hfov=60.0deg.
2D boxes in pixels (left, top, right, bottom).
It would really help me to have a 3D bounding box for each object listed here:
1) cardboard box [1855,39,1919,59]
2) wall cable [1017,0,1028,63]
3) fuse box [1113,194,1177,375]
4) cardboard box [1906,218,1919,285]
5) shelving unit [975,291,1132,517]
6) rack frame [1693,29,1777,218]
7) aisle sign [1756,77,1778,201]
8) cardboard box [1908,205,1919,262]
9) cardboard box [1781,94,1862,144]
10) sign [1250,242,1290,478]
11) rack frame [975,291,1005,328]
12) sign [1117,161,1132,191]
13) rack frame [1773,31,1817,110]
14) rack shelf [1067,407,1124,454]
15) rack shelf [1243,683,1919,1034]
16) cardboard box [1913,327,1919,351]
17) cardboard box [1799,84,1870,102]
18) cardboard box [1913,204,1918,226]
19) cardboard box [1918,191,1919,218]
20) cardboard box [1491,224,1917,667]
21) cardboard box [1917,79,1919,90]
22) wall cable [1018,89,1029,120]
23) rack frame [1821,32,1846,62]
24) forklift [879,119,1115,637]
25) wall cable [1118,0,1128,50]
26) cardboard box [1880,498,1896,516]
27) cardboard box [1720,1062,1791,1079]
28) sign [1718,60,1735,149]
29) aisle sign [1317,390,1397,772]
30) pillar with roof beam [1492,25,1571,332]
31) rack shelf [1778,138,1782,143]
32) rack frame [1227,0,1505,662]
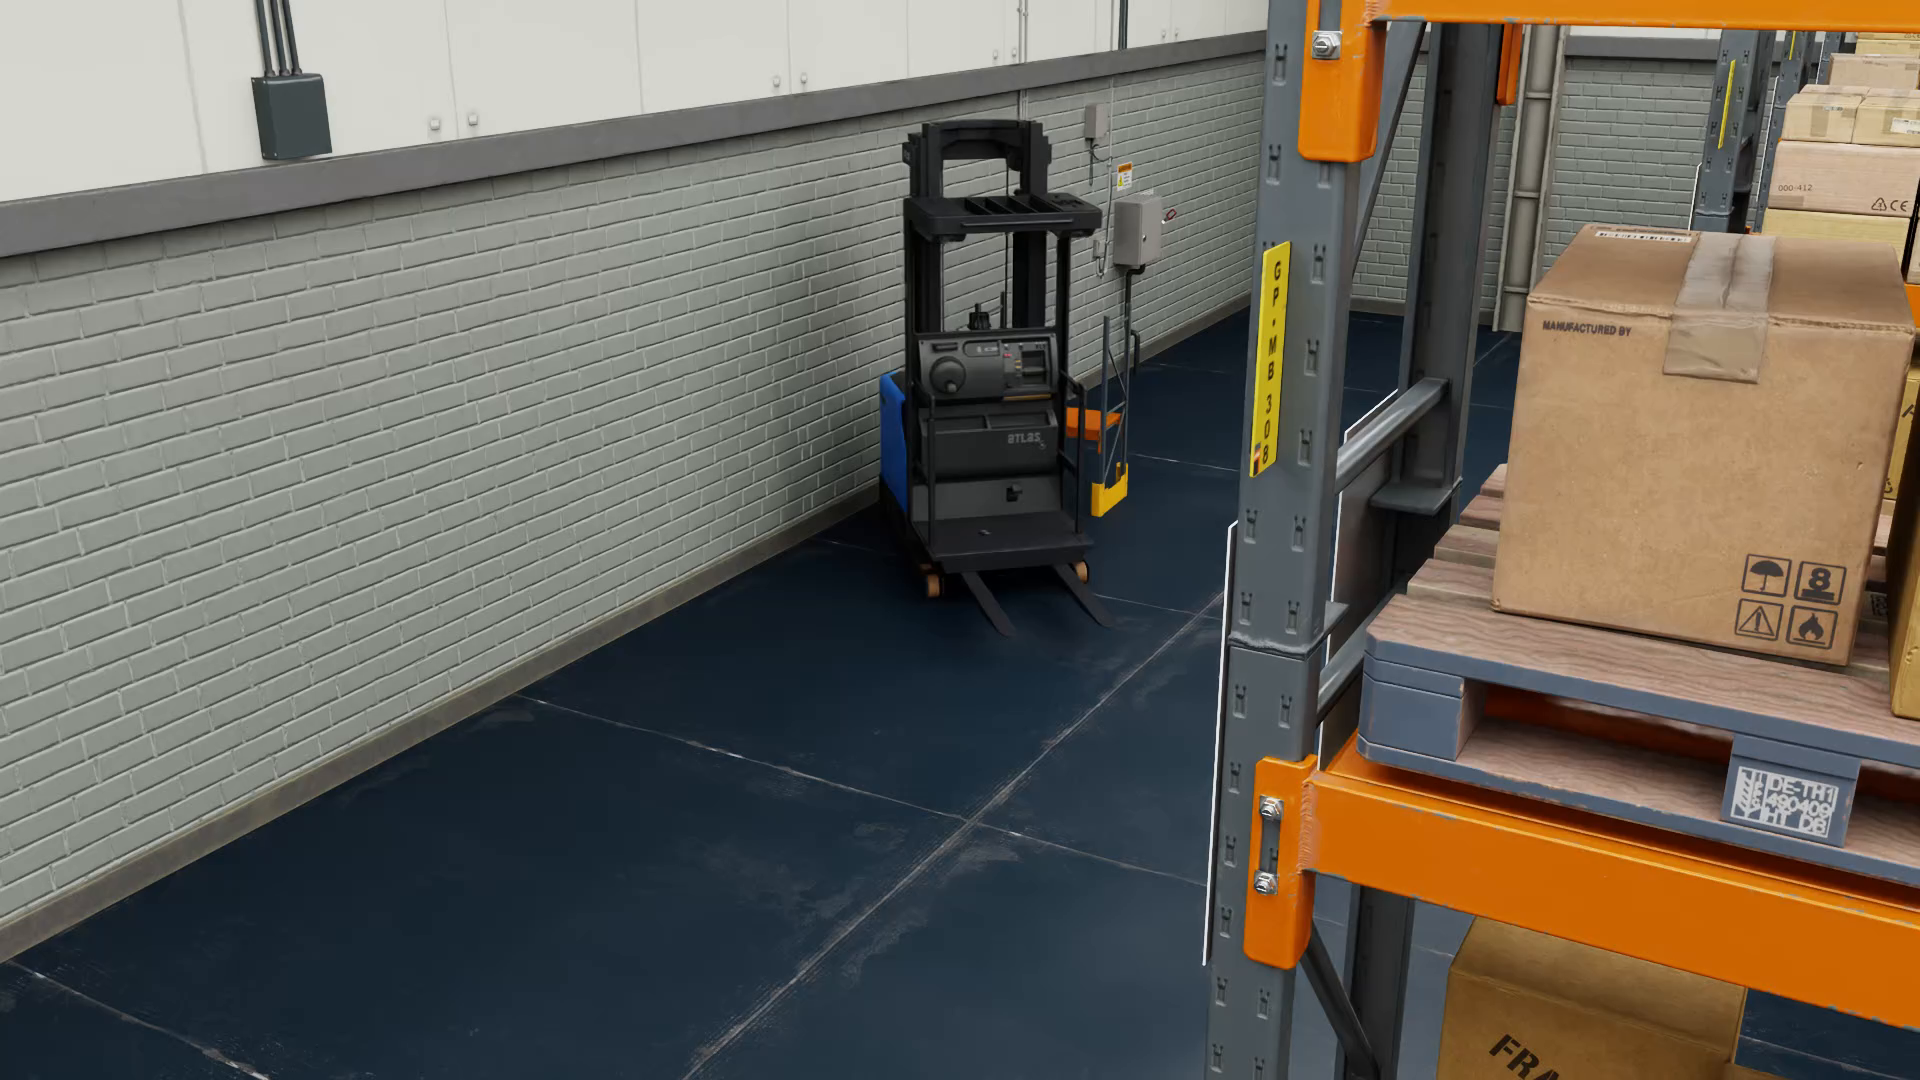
[{"bbox_3d":[8.223,-4.315,14.748,0.500,0.250,0.500,11,22,27],"label":"cardboard box"},{"bbox_3d":[0.449,-5.195,12.990,0.029,3.000,0.463,11,23,27],"label":"wall cable"},{"bbox_3d":[1.770,-2.439,16.080,0.414,1.711,0.539,11,23,27],"label":"fuse box"},{"bbox_3d":[3.951,-1.122,6.381,0.500,0.250,0.500,12,23,29],"label":"cardboard box"},{"bbox_3d":[0.681,-1.045,12.547,1.083,1.500,0.587,9,22,24],"label":"shelving unit"},{"bbox_3d":[3.226,-2.843,6.505,0.127,3.000,1.000,11,23,27],"label":"rack frame"},{"bbox_3d":[5.348,-2.661,10.988,0.004,0.787,0.394,11,23,27],"label":"aisle sign"},{"bbox_3d":[4.201,-1.282,6.823,0.500,0.250,0.500,11,23,27],"label":"cardboard box"},{"bbox_3d":[3.398,-1.663,6.553,0.250,0.149,0.380,11,22,27],"label":"cardboard box"},{"bbox_3d":[0.443,-0.257,2.377,0.005,0.325,0.100,11,23,27],"label":"sign"},{"bbox_3d":[0.231,-1.119,12.750,0.032,1.500,0.500,9,22,24],"label":"rack frame"},{"bbox_3d":[1.562,-3.451,15.769,0.001,0.242,0.339,11,23,27],"label":"sign"},{"bbox_3d":[5.552,-4.333,10.614,0.127,3.000,1.000,11,23,27],"label":"rack frame"},{"bbox_3d":[0.690,-0.875,12.604,1.000,0.185,0.538,9,22,24],"label":"rack shelf"},{"bbox_3d":[2.465,0.698,2.198,4.000,0.370,1.077,11,23,27],"label":"rack shelf"},{"bbox_3d":[4.189,-0.593,7.052,0.500,0.500,0.500,10,22,25],"label":"cardboard box"},{"bbox_3d":[3.660,-1.817,6.978,0.250,0.149,0.380,11,22,27],"label":"cardboard box"},{"bbox_3d":[6.161,-2.094,10.674,0.250,0.149,0.380,12,23,29],"label":"cardboard box"},{"bbox_3d":[3.939,-1.360,6.304,0.500,0.250,0.500,10,22,27],"label":"cardboard box"},{"bbox_3d":[1.199,-0.194,2.692,0.500,0.500,0.700,9,22,24],"label":"cardboard box"},{"bbox_3d":[6.394,-2.955,10.820,0.250,0.149,0.380,9,22,23],"label":"cardboard box"},{"bbox_3d":[0.618,-2.936,14.024,0.123,1.953,0.585,11,23,27],"label":"wall cable"},{"bbox_3d":[7.969,-5.811,14.689,0.127,3.000,1.000,11,23,27],"label":"rack frame"},{"bbox_3d":[0.239,-1.136,10.699,1.130,2.935,3.031,-5,20,-12],"label":"forklift"},{"bbox_3d":[2.209,-6.259,15.869,0.133,3.039,2.988,11,23,27],"label":"wall cable"},{"bbox_3d":[3.963,0.029,6.803,0.500,0.500,0.500,11,23,27],"label":"cardboard box"},{"bbox_3d":[1.443,1.259,2.680,0.500,0.500,0.500,10,22,26],"label":"cardboard box"},{"bbox_3d":[2.962,-1.682,6.422,0.005,0.325,0.100,11,23,27],"label":"sign"},{"bbox_3d":[0.802,0.114,3.340,0.004,0.787,0.394,11,23,27],"label":"aisle sign"},{"bbox_3d":[3.956,-5.246,13.132,0.400,9.000,9.100,11,23,27],"label":"pillar with roof beam"},{"bbox_3d":[7.298,-2.252,10.331,4.000,0.370,1.077,11,23,27],"label":"rack shelf"},{"bbox_3d":[0.719,-1.383,2.481,0.127,3.000,1.000,11,23,27],"label":"rack frame"}]
